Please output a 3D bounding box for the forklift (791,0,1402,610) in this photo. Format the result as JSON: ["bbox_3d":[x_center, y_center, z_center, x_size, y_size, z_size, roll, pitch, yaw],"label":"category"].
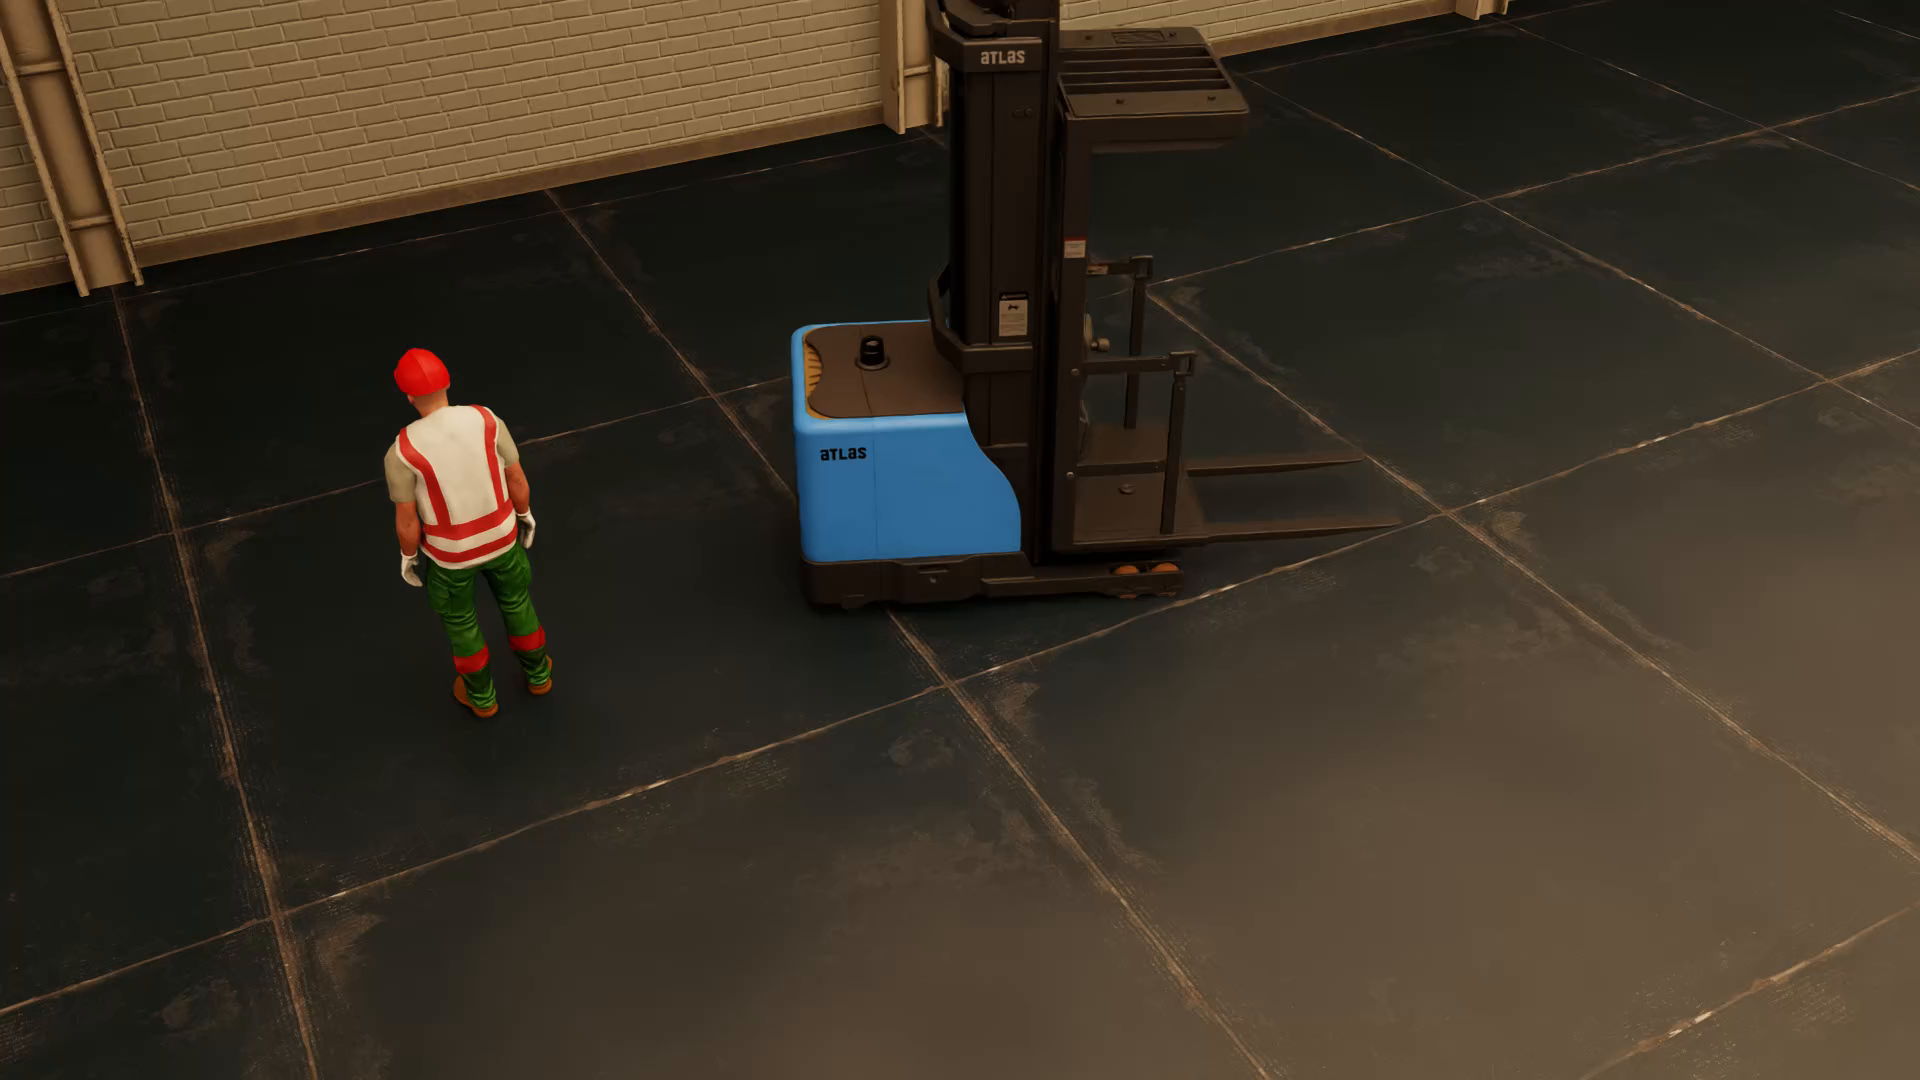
[{"bbox_3d":[0.694,-1.206,7.830,3.031,2.935,1.130,-3,35,-5],"label":"forklift"}]

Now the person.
[{"bbox_3d":[-2.115,-0.010,7.140,0.610,1.777,0.451,-22,41,-28],"label":"person"}]
